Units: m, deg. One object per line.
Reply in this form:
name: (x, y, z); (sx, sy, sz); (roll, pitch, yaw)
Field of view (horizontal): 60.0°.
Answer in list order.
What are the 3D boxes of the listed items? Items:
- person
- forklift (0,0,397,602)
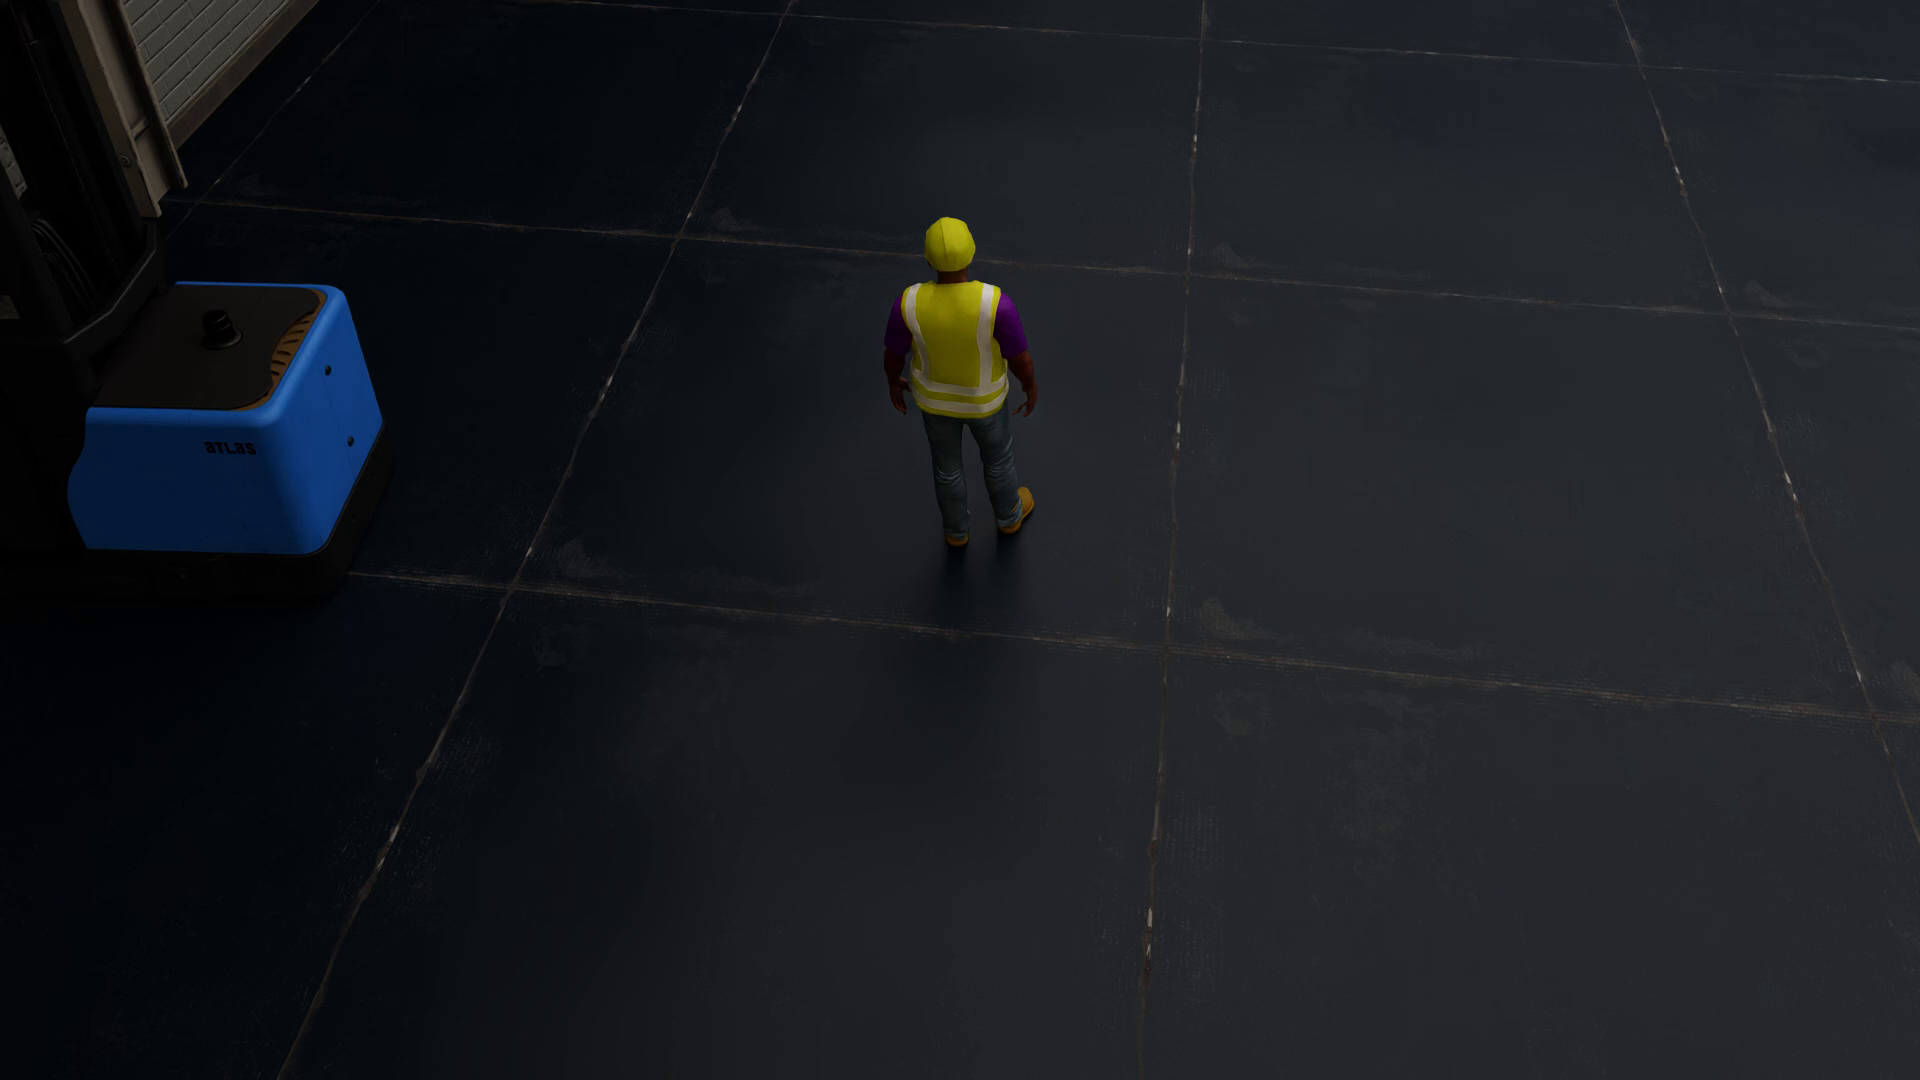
person: (0.015, -0.702, 7.339); (0.665, 1.768, 0.575); (5, 43, 6)
forklift: (-4.310, -1.169, 6.997); (3.031, 2.935, 1.130); (2, 43, 2)
